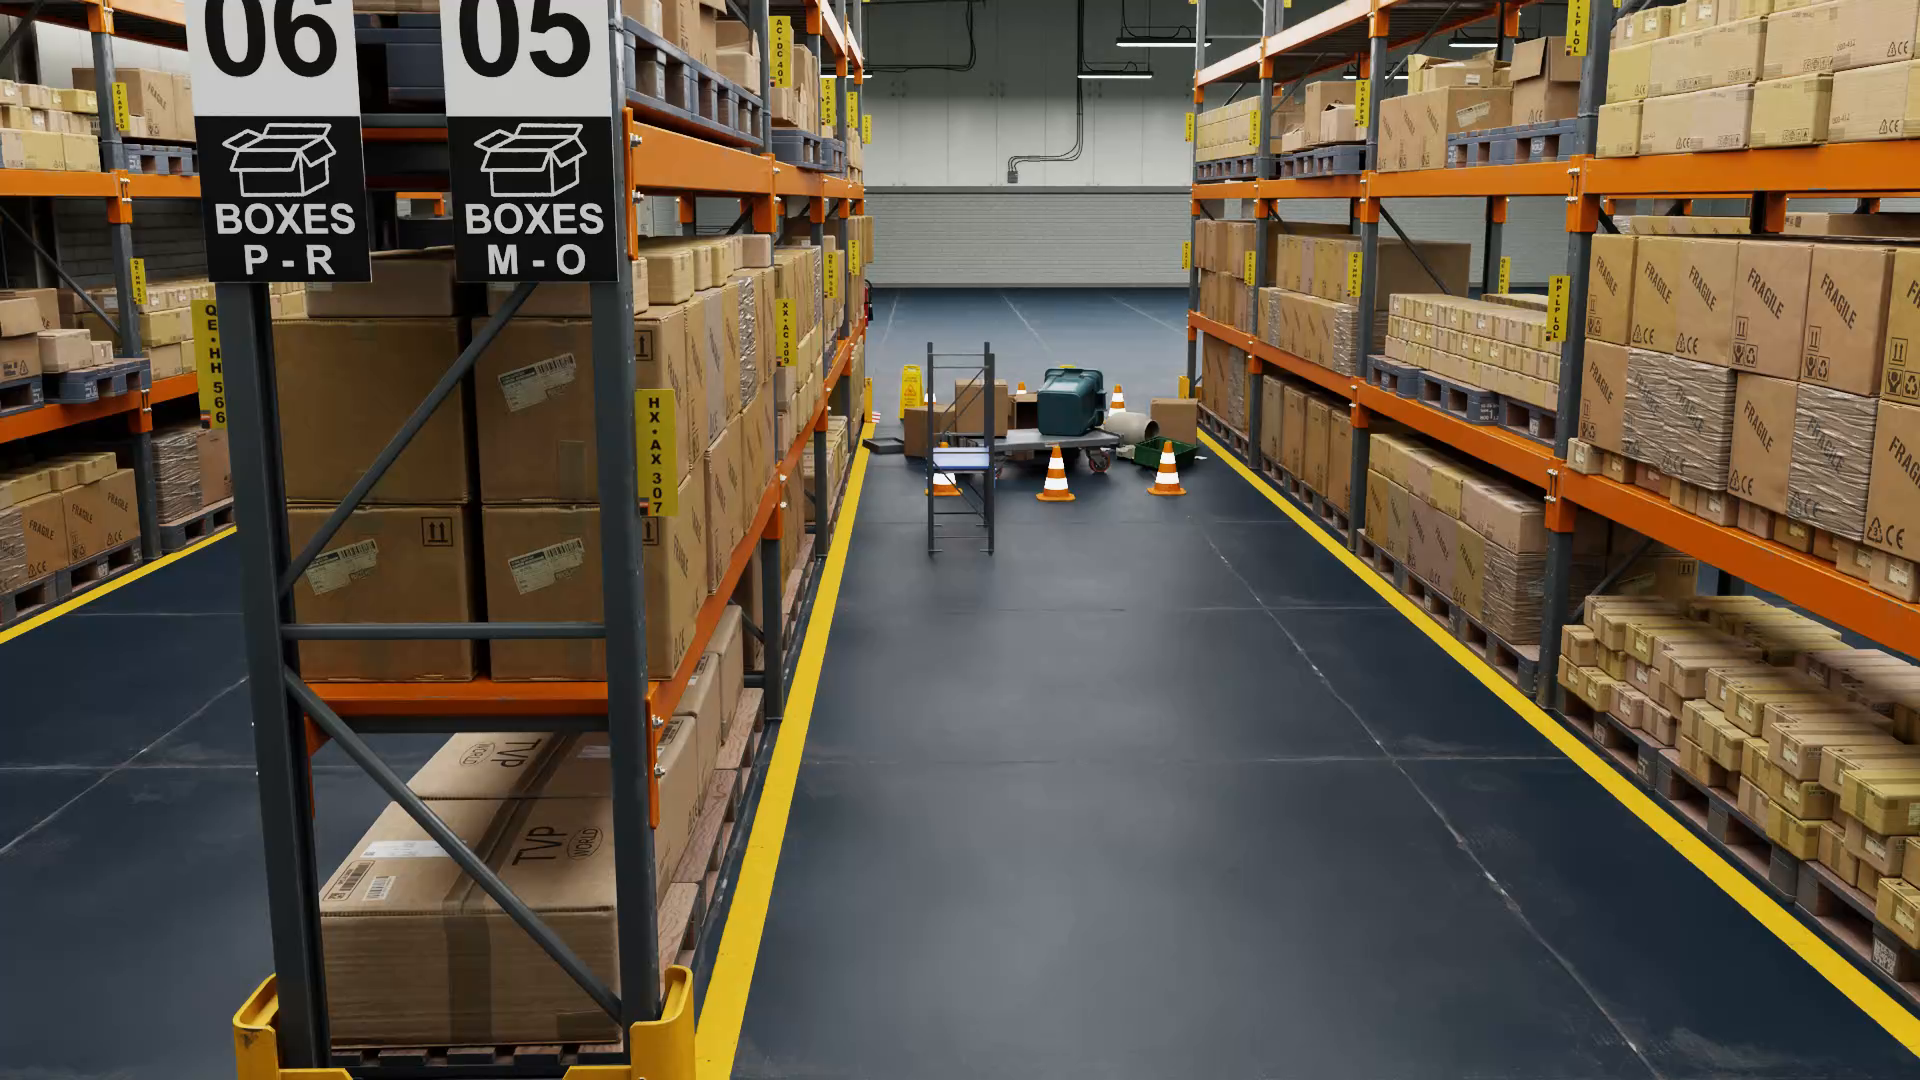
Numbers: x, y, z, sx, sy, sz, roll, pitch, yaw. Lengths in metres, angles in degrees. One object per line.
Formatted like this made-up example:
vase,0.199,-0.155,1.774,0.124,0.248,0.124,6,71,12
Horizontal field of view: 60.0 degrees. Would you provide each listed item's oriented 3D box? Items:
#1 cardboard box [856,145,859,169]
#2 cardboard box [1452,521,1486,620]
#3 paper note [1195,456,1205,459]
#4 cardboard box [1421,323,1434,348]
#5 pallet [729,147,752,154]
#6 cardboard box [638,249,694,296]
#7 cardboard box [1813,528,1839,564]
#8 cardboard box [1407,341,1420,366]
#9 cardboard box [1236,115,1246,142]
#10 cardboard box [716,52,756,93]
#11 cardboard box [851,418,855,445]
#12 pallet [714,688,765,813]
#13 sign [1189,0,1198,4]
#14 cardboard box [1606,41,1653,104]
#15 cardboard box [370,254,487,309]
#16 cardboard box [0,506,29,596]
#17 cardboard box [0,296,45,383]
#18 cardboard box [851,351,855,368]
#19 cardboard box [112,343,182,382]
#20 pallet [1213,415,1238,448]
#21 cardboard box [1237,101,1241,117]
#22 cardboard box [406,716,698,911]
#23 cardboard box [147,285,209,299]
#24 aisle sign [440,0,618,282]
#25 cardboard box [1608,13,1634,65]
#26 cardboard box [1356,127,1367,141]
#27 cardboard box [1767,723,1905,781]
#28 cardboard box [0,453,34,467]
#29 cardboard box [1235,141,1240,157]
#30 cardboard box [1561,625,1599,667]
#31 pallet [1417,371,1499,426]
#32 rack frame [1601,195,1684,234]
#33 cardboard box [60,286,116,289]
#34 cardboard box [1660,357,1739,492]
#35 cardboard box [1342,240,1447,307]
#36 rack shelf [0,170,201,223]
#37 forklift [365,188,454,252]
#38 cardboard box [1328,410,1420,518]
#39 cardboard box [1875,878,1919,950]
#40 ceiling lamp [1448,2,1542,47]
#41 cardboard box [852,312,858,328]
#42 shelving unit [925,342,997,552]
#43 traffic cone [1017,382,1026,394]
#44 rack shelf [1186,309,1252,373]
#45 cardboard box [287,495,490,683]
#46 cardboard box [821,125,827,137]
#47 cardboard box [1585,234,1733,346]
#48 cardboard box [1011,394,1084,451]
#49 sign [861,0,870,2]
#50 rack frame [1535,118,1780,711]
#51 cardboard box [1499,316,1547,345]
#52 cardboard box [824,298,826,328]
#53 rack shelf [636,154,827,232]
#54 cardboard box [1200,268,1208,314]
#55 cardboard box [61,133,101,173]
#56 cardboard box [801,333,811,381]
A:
cardboard box,-1.338,-4.075,17.686,0.500,0.250,0.500,0,11,-1
cardboard box,3.262,0.179,9.862,0.500,0.500,0.500,-1,11,-2
paper note,2.455,-0.857,17.206,0.147,0.020,0.142,-10,15,-40
cardboard box,3.288,-1.361,11.053,0.380,0.149,0.250,0,11,-1
pallet,-1.476,-2.110,8.851,0.805,0.209,1.217,-1,11,-3
cardboard box,-1.046,-0.841,5.263,0.380,0.149,0.250,-1,11,-3
cardboard box,3.394,0.006,6.115,0.380,0.149,0.250,-1,11,-4
cardboard box,3.275,-1.273,11.365,0.380,0.149,0.250,0,11,2
cardboard box,3.097,-4.177,16.879,0.500,0.250,0.500,0,11,-1
cardboard box,-1.069,-1.975,7.029,0.380,0.149,0.250,0,11,0
cardboard box,-1.315,-1.118,16.887,0.500,0.250,0.500,-1,11,-4
pallet,-1.470,0.967,7.763,1.003,0.211,1.213,0,11,-1
sign,2.736,-6.452,19.480,0.100,0.325,0.005,0,11,-1
cardboard box,3.309,-2.137,7.623,0.500,0.250,0.500,0,11,1
cardboard box,-1.562,-0.734,4.735,0.380,0.149,0.250,0,11,0
cardboard box,-6.187,0.084,10.333,0.500,0.500,0.500,-1,11,-3
cardboard box,-6.234,-1.258,10.400,0.797,0.503,0.637,-1,11,-2
cardboard box,-1.258,-1.829,16.871,0.380,0.149,0.250,0,11,0
cardboard box,-6.218,-1.341,12.503,0.500,0.250,0.500,0,11,-1
pallet,3.408,-1.210,18.493,1.003,0.211,1.213,0,11,-1
cardboard box,3.033,-4.396,16.957,0.380,0.149,0.250,0,11,0
cardboard box,-1.466,0.981,6.068,0.875,0.438,0.875,0,11,0
cardboard box,-6.256,-1.963,13.306,0.380,0.149,0.250,0,11,-1
aisle sign,-1.034,-1.017,3.990,0.394,0.787,0.004,0,11,-1
cardboard box,3.641,-2.392,8.456,0.700,0.500,0.500,0,11,-1
cardboard box,3.224,-3.115,12.607,0.380,0.166,0.250,0,11,-1
cardboard box,3.274,0.793,6.224,0.380,0.149,0.250,0,11,1
cardboard box,-6.754,-0.519,11.673,0.380,0.149,0.250,0,11,2
cardboard box,3.029,-4.007,17.047,0.380,0.149,0.250,0,11,-1
cardboard box,3.227,0.527,8.282,0.380,0.149,0.250,0,11,1
pallet,3.538,-0.900,10.432,1.003,0.211,1.213,0,11,-1
rack frame,8.252,-2.978,20.191,1.000,3.000,0.127,0,11,-1
cardboard box,-6.798,-1.908,13.036,0.380,0.149,0.250,0,11,-2
cardboard box,3.289,-0.489,6.923,0.500,0.500,0.500,0,11,-2
cardboard box,3.445,-2.116,13.178,0.700,0.500,0.500,0,11,-2
rack shelf,-6.494,-2.840,13.781,1.077,0.370,4.000,0,11,-1
forklift,-3.375,-1.145,11.331,1.130,2.935,3.031,-1,11,-3
cardboard box,3.534,-0.612,13.132,1.050,0.750,0.750,0,11,-2
cardboard box,3.296,1.240,5.516,0.380,0.149,0.250,0,11,1
ceiling lamp,11.339,-12.038,35.080,2.000,3.185,0.800,0,11,-1
cardboard box,-1.276,-2.337,17.665,0.380,0.149,0.250,0,11,-1
shelving unit,-0.002,-0.752,12.994,0.538,1.500,1.048,0,11,-1
traffic cone,0.746,-1.686,20.203,0.336,0.463,0.334,0,11,-1
rack shelf,3.332,-2.227,18.302,1.077,0.370,4.000,0,11,-1
cardboard box,-1.600,0.100,4.771,0.500,0.500,0.500,0,11,-1
cardboard box,-1.401,-3.427,14.181,0.500,0.250,0.500,0,11,0
cardboard box,3.305,-1.186,7.846,0.500,0.500,0.500,0,11,0
cardboard box,0.939,-1.255,17.639,0.797,0.637,0.503,0,11,-1
sign,-1.100,-6.411,19.277,0.100,0.325,0.005,0,11,-1
rack frame,3.539,-0.592,8.432,1.000,3.000,0.127,0,11,-1
cardboard box,3.320,-1.202,9.519,0.380,0.149,0.250,0,11,-1
cardboard box,-1.268,-1.838,12.516,0.500,0.500,0.500,-1,11,-3
rack shelf,-1.449,-2.066,9.966,1.077,0.370,4.000,0,11,-1
cardboard box,3.344,-2.977,19.812,0.875,0.550,0.550,0,11,-1
cardboard box,-6.200,-2.621,11.267,0.500,0.250,0.500,-1,11,-3
cardboard box,-1.170,-1.116,10.136,0.500,0.250,0.500,-1,11,-3
